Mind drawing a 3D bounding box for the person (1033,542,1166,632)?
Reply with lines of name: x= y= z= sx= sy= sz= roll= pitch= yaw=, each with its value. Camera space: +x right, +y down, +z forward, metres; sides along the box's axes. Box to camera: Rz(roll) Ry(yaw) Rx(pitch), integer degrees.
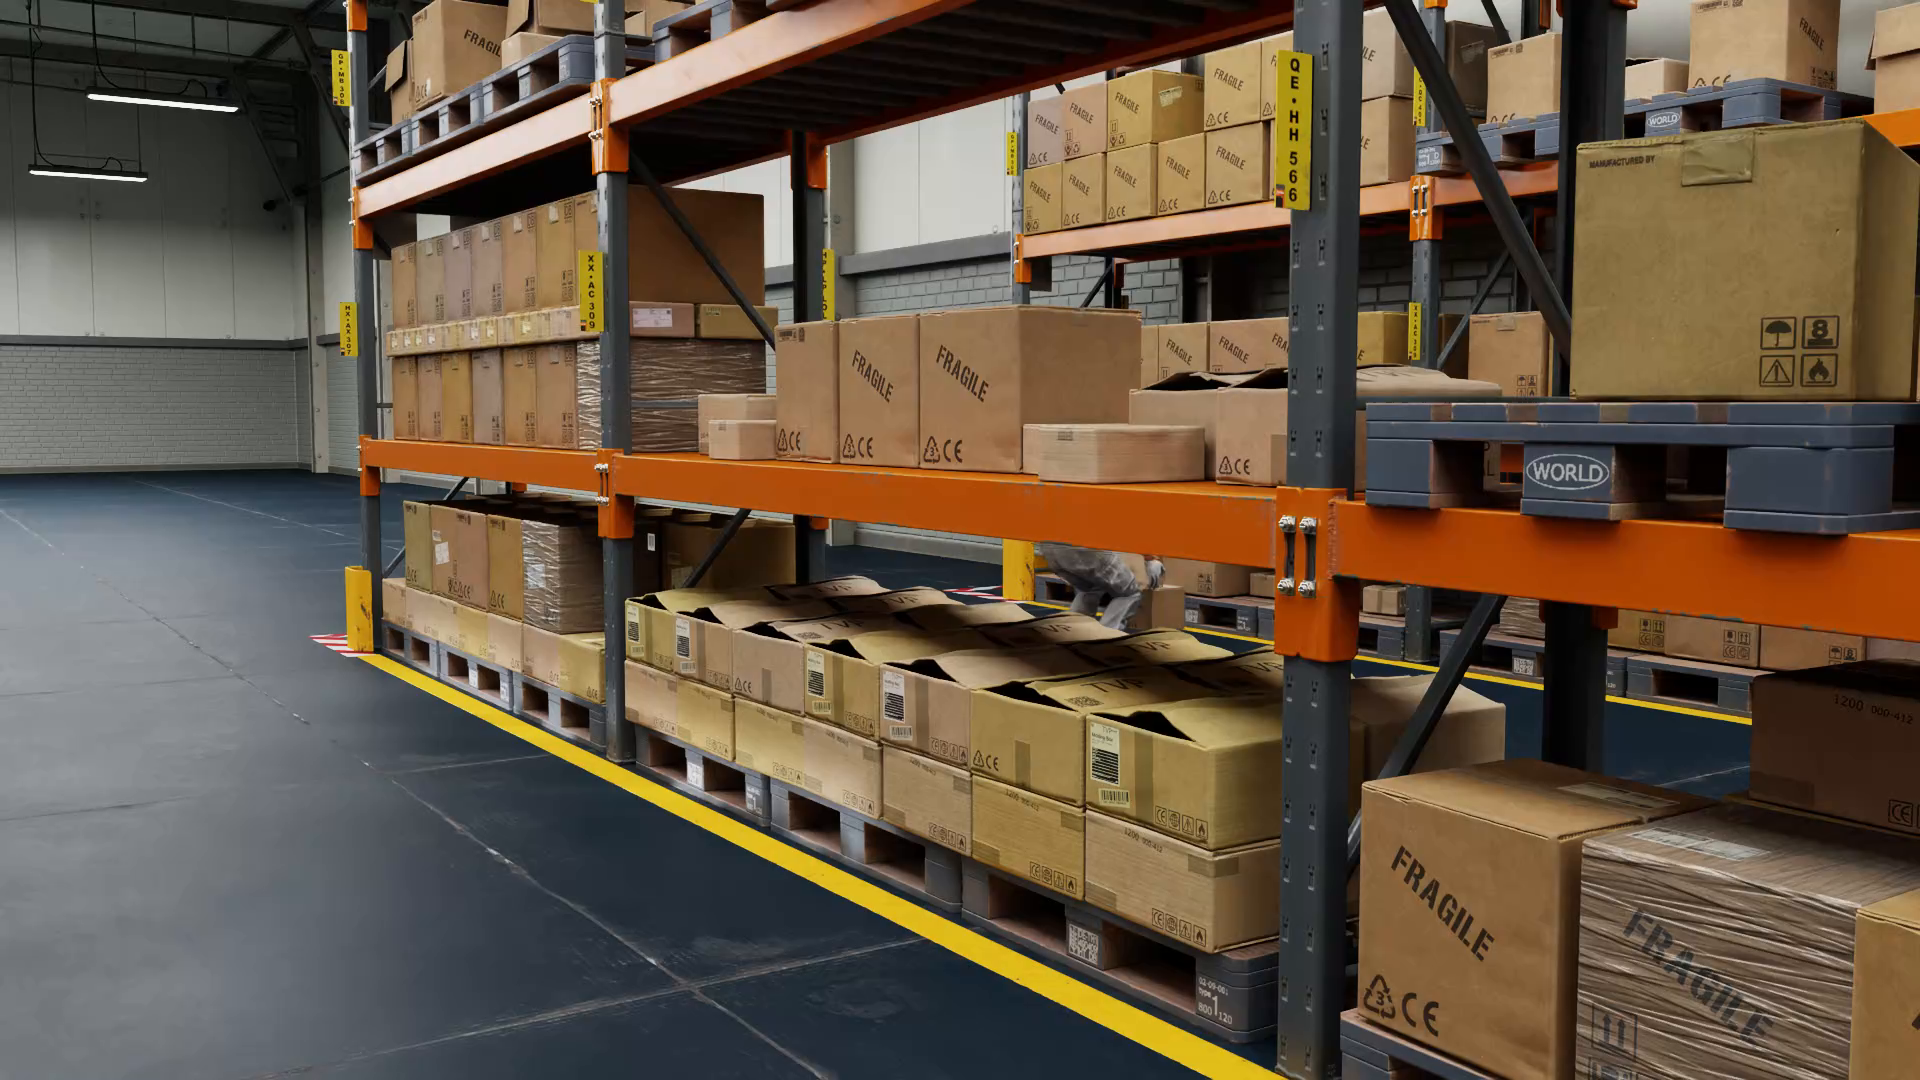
person: x=0.780 y=0.050 z=9.530 sx=0.787 sy=1.382 sz=0.613 roll=-3 pitch=6 yaw=-34
